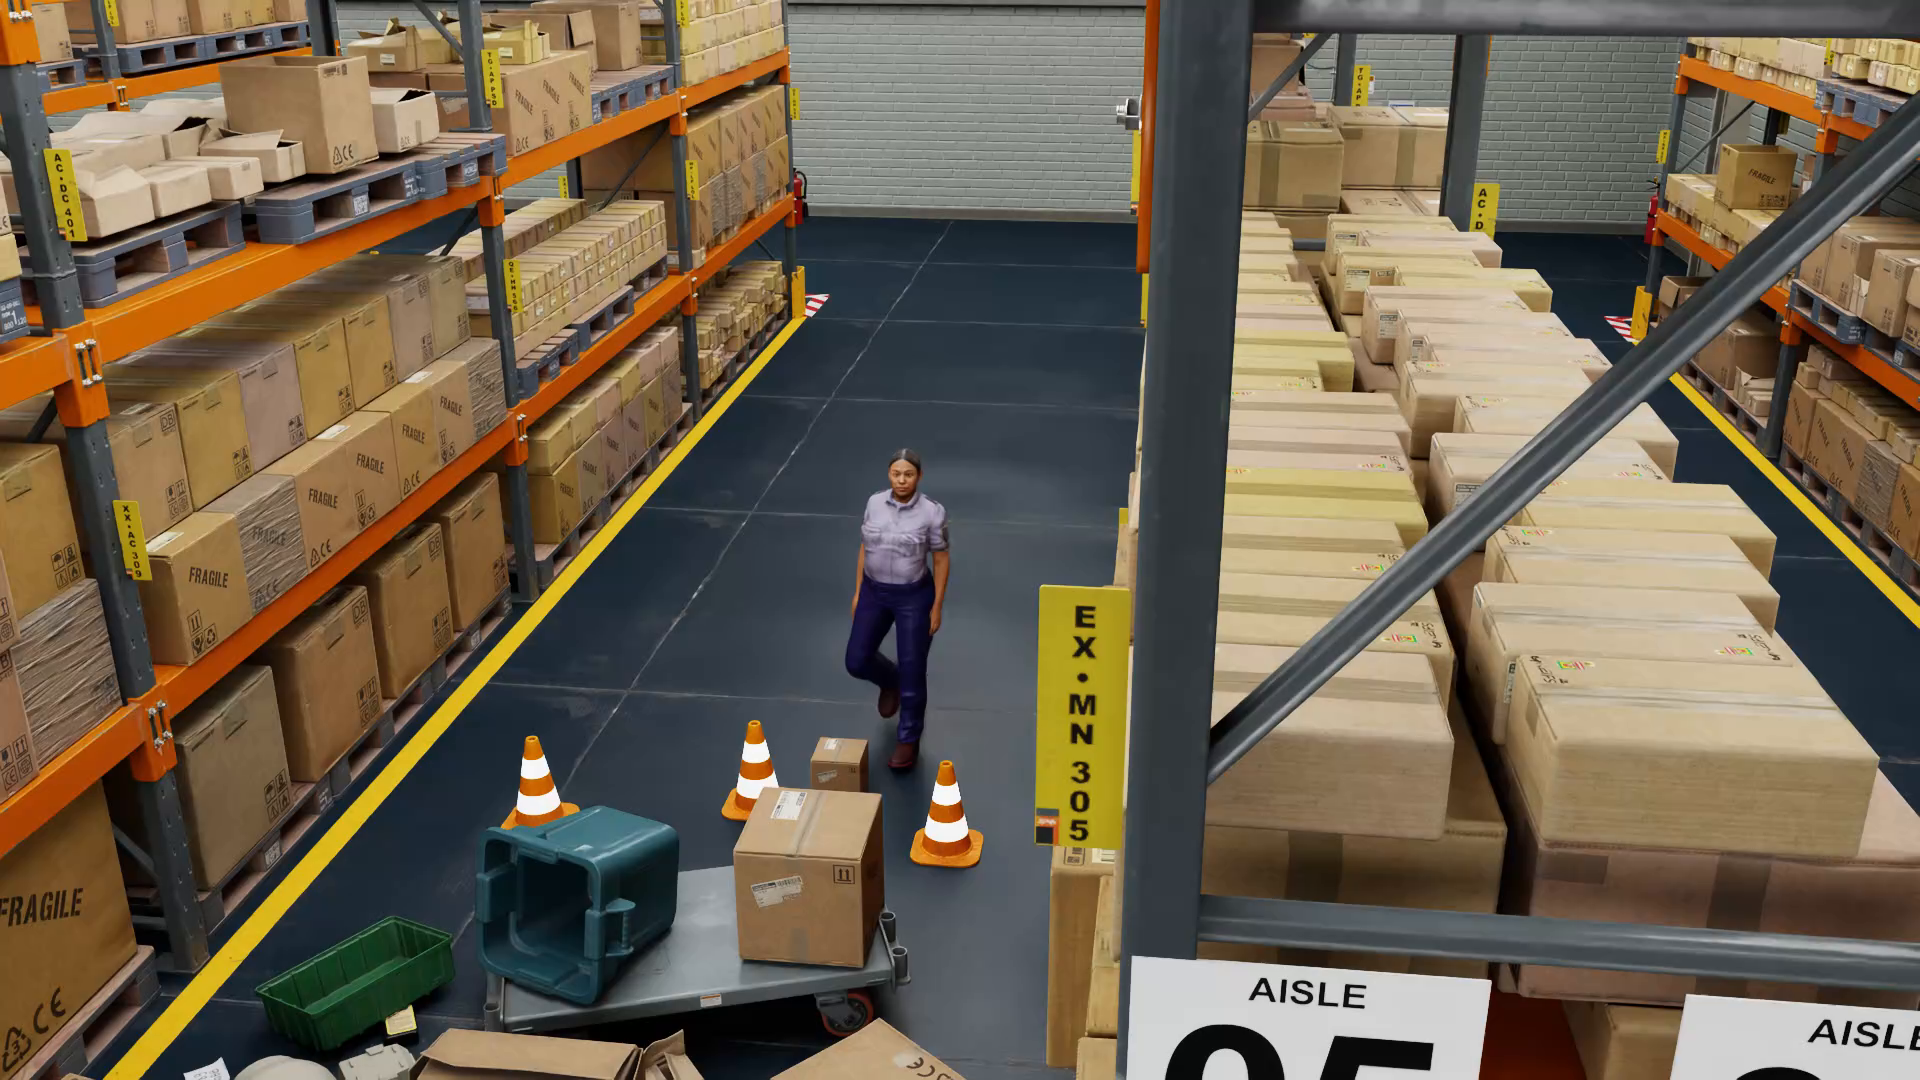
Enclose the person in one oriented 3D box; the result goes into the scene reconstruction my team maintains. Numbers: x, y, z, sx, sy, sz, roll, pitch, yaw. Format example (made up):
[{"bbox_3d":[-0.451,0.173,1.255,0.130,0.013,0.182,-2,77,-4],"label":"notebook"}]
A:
[{"bbox_3d":[-0.328,0.326,8.705,0.520,1.635,0.639,8,23,19],"label":"person"}]
